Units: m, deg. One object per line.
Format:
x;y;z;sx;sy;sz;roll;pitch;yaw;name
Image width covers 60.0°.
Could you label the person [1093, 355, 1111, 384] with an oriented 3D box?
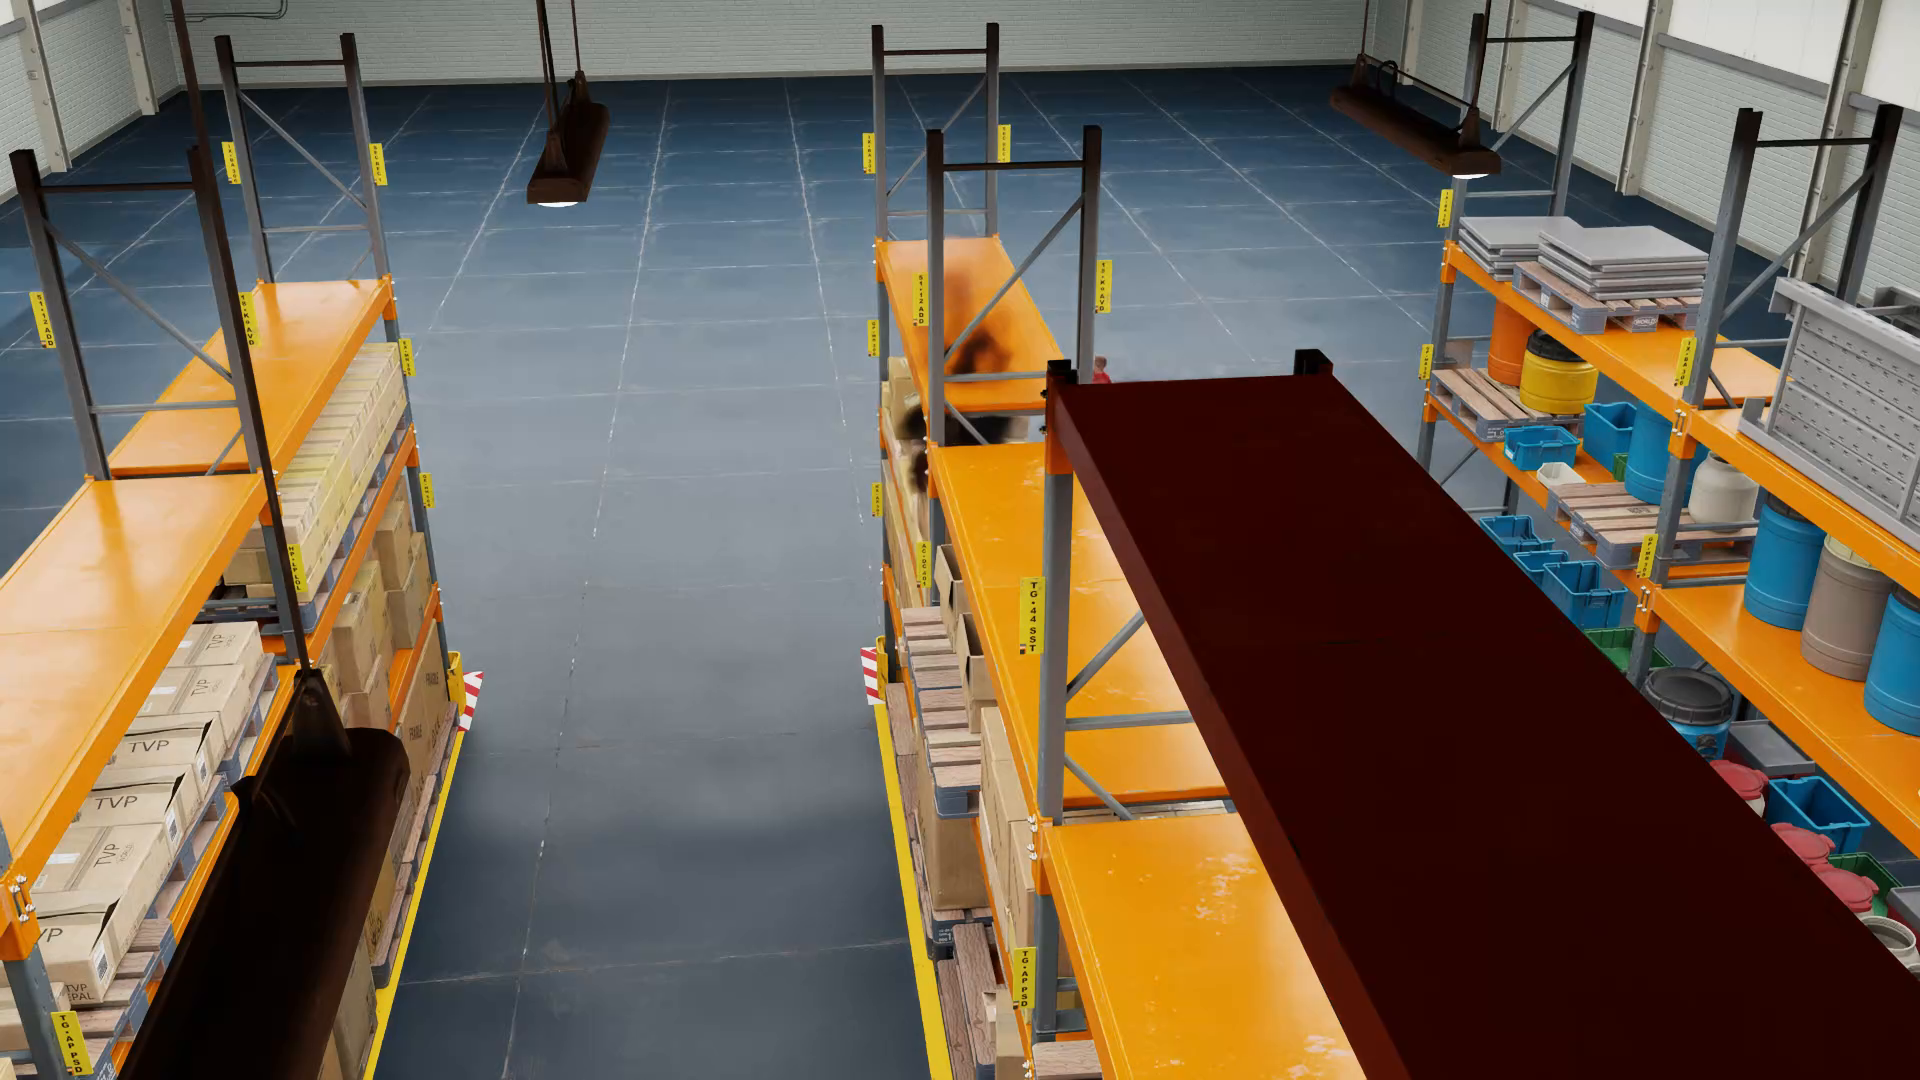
1.557;-1.373;19.435;0.606;1.673;0.661;7;26;15;person
